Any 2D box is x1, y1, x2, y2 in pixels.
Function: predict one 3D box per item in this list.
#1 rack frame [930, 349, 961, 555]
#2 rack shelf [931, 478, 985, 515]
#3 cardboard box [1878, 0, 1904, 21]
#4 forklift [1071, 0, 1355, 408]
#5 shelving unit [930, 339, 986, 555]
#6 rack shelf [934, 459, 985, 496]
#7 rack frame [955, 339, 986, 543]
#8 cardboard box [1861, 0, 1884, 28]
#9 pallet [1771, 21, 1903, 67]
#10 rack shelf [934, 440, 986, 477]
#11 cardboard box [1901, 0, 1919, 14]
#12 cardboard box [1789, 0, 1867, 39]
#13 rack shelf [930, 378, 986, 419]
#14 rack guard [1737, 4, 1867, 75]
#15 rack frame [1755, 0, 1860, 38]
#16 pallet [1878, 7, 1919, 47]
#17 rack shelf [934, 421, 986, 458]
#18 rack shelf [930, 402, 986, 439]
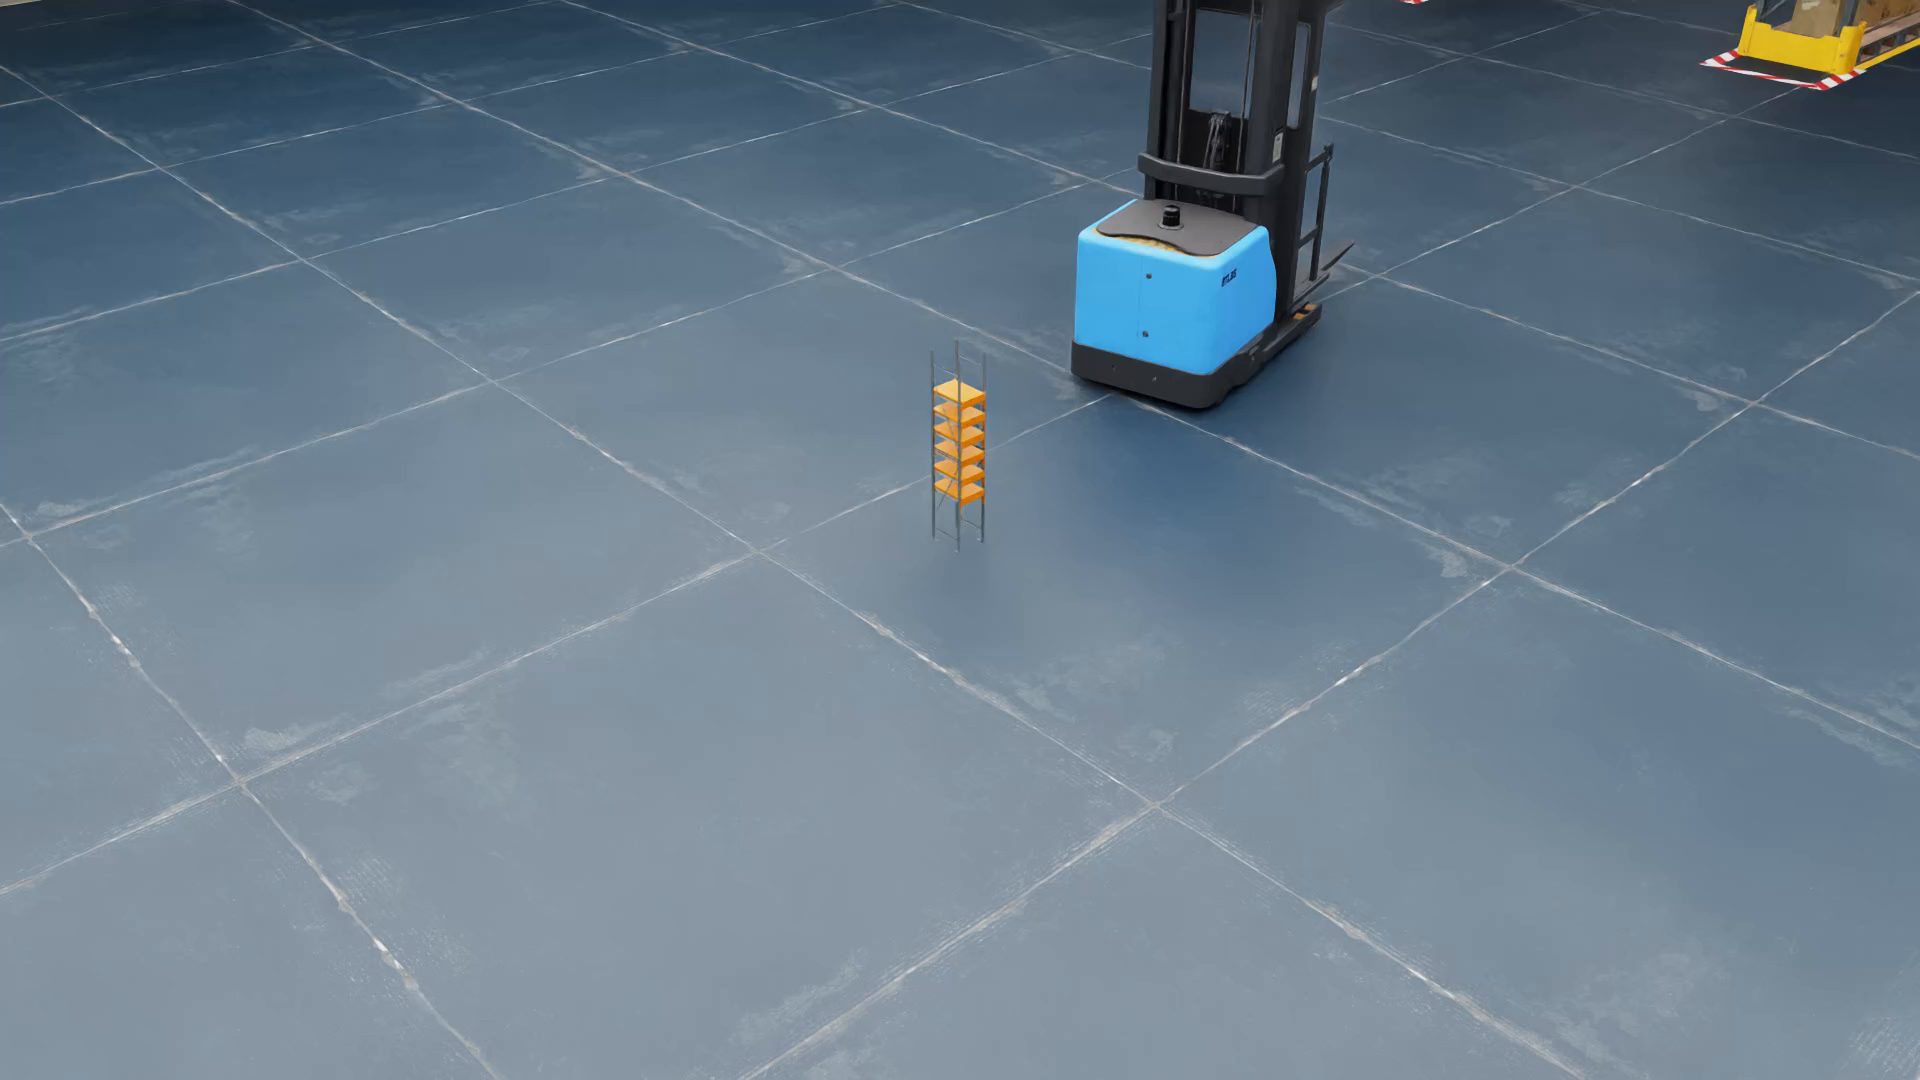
[{"bbox_3d":[-0.078,-0.474,9.210,0.006,1.200,0.240,-26,40,-35],"label":"rack frame"},{"bbox_3d":[-0.011,-0.264,9.411,0.180,0.103,0.258,-26,40,-35],"label":"rack shelf"},{"bbox_3d":[10.384,-6.229,18.890,0.500,0.500,0.500,-22,38,-31],"label":"cardboard box"},{"bbox_3d":[1.979,-2.838,11.417,1.130,2.935,3.031,19,36,28],"label":"forklift"},{"bbox_3d":[-0.011,-0.507,9.263,0.189,1.200,0.258,-26,40,-35],"label":"shelving unit"},{"bbox_3d":[-0.011,-0.366,9.349,0.180,0.103,0.258,-26,40,-35],"label":"rack shelf"},{"bbox_3d":[0.056,-0.539,9.316,0.006,1.200,0.240,-26,40,-35],"label":"rack frame"},{"bbox_3d":[9.912,-6.014,18.538,0.500,0.500,0.500,-15,35,-23],"label":"cardboard box"},{"bbox_3d":[9.703,-5.573,18.497,1.213,0.211,1.003,-26,40,-35],"label":"pallet"},{"bbox_3d":[-0.011,-0.469,9.286,0.180,0.103,0.258,-26,40,-35],"label":"rack shelf"},{"bbox_3d":[10.823,-6.410,19.185,0.500,0.500,0.500,25,39,35],"label":"cardboard box"},{"bbox_3d":[9.497,-5.789,18.170,0.500,0.500,0.500,-18,36,-27],"label":"cardboard box"},{"bbox_3d":[-0.011,-0.776,9.098,0.180,0.103,0.258,-26,40,-35],"label":"rack shelf"},{"bbox_3d":[9.083,-5.422,17.972,0.348,0.500,1.175,-26,40,-35],"label":"rack guard"},{"bbox_3d":[9.028,-6.461,17.276,0.127,3.000,1.000,-26,40,-35],"label":"rack frame"},{"bbox_3d":[10.597,-6.004,19.201,1.213,0.211,1.003,-26,40,-35],"label":"pallet"},{"bbox_3d":[-0.011,-0.571,9.224,0.180,0.103,0.258,-26,40,-35],"label":"rack shelf"},{"bbox_3d":[-0.011,-0.674,9.161,0.180,0.103,0.258,-26,40,-35],"label":"rack shelf"}]
